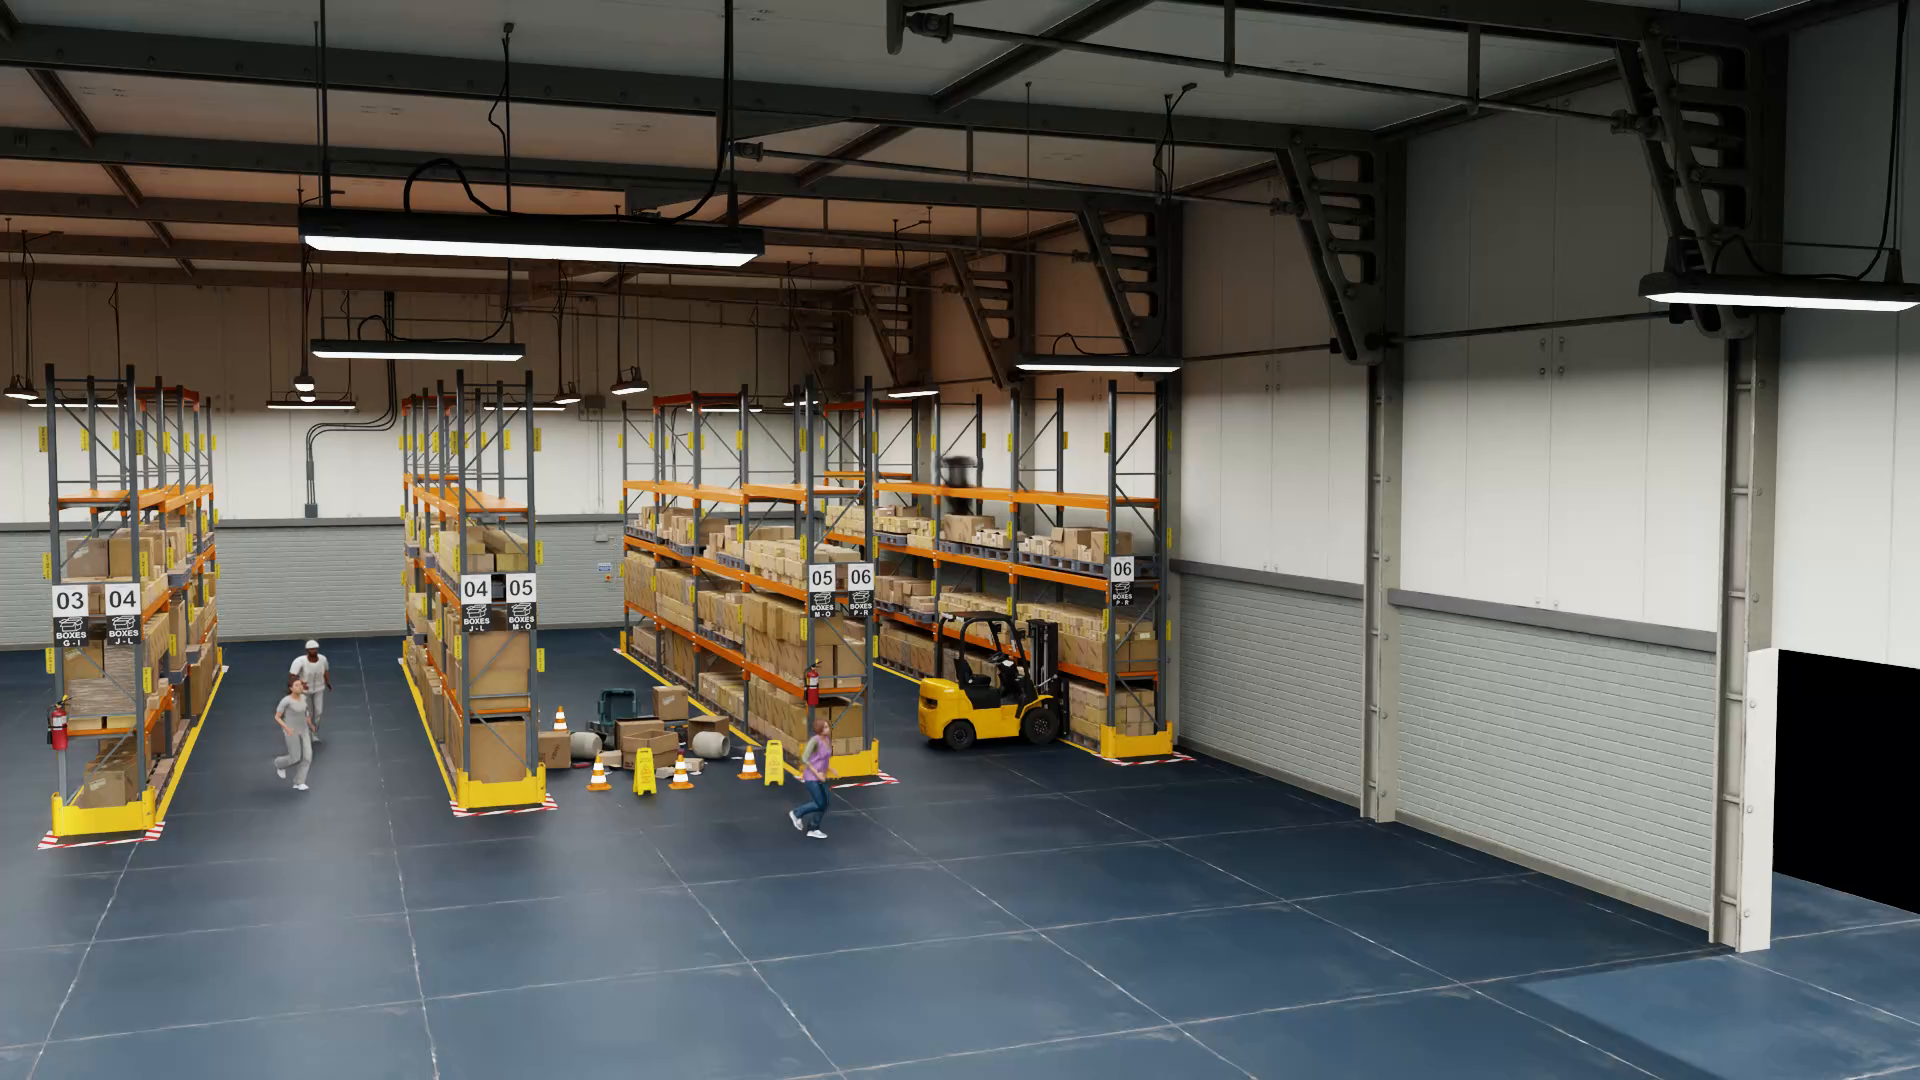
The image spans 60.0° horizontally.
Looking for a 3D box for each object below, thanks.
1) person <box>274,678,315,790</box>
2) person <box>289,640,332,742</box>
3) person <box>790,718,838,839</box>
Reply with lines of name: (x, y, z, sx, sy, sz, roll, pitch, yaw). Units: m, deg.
person: (-9.647, 2.800, 24.065, 0.695, 1.602, 0.573, 2, 4, 34)
person: (-10.930, 2.524, 27.936, 0.697, 1.714, 0.766, -3, 4, -38)
person: (-1.877, 3.024, 21.073, 0.582, 1.511, 0.540, 2, 4, 26)
